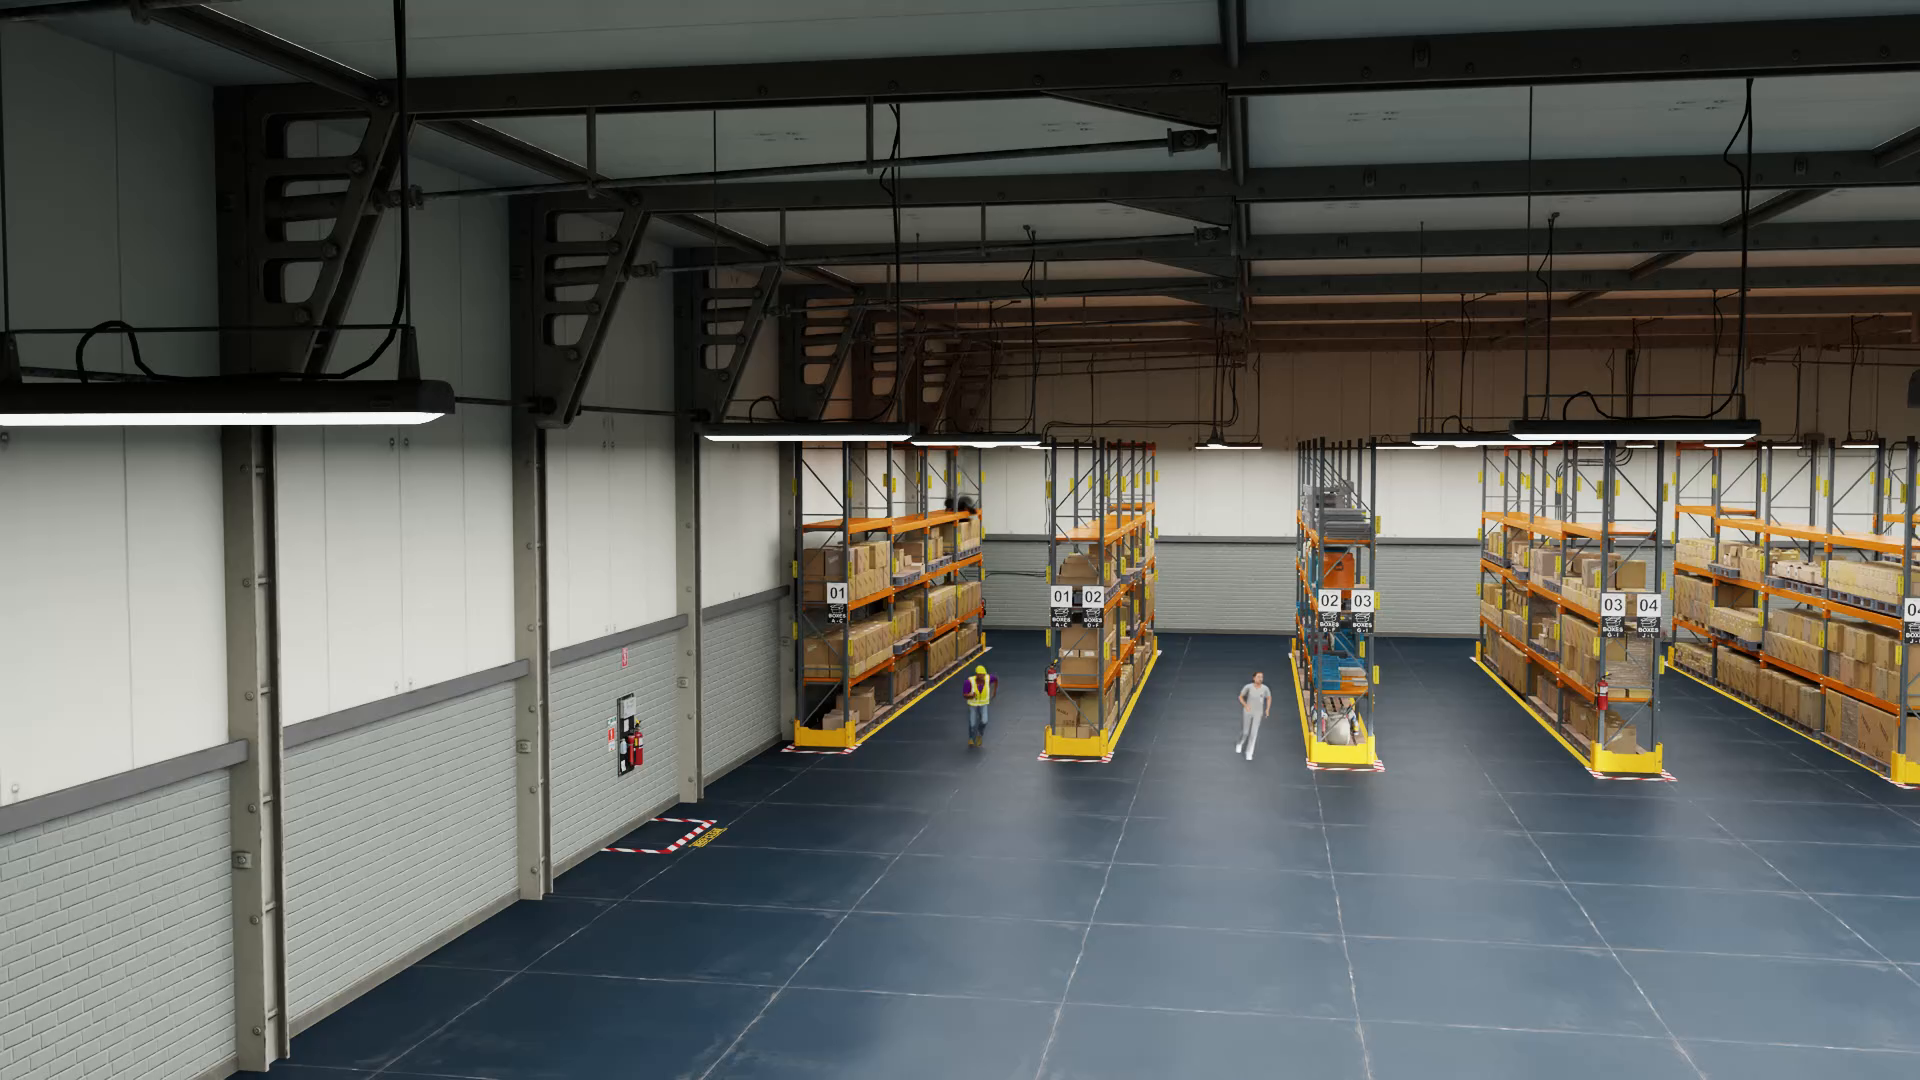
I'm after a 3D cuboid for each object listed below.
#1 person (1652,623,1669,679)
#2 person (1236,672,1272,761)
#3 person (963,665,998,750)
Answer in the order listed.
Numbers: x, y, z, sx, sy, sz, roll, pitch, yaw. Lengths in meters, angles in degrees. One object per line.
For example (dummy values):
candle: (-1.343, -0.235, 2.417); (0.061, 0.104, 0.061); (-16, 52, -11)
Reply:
person: (17.296, 2.693, 41.487); (0.648, 1.712, 0.913); (0, 3, 4)
person: (5.530, 3.267, 31.120); (0.625, 1.639, 0.708); (0, 3, -2)
person: (0.398, 3.210, 32.036); (0.730, 1.668, 0.963); (-1, 3, -11)
